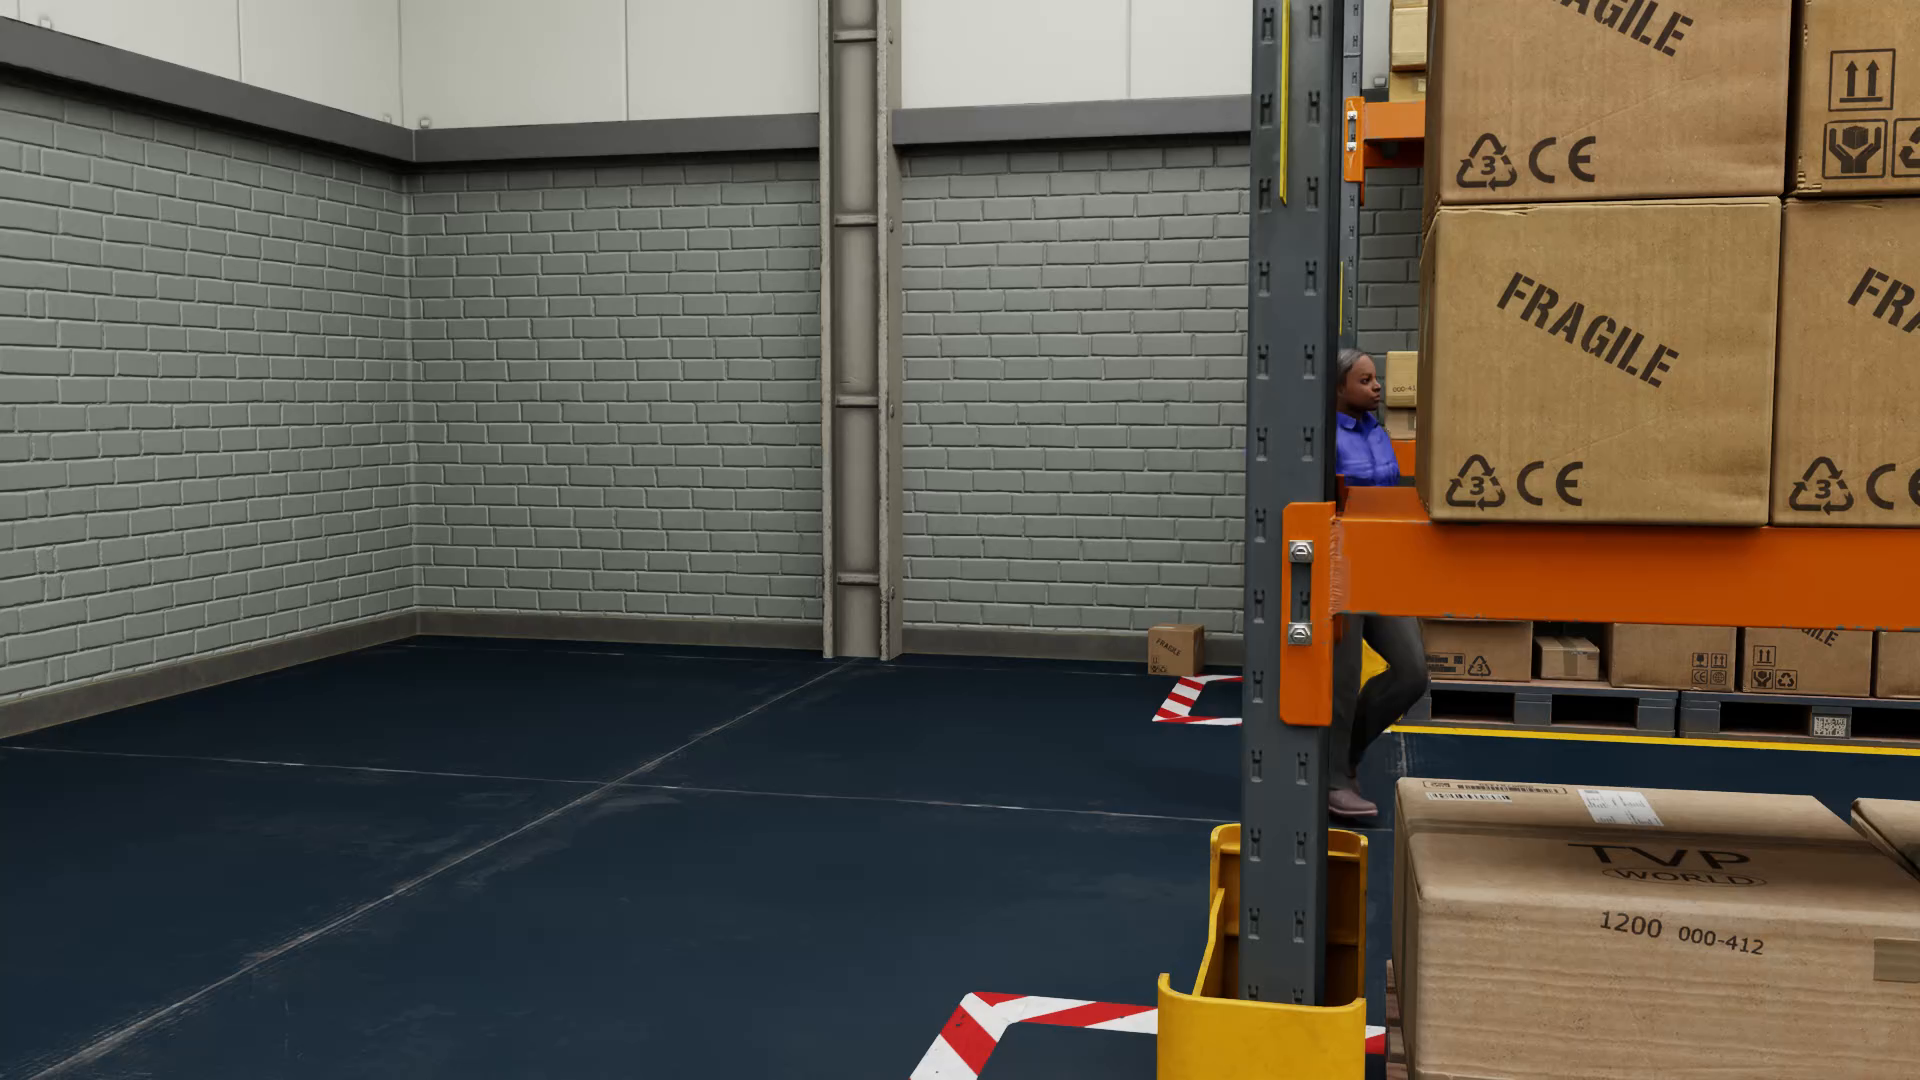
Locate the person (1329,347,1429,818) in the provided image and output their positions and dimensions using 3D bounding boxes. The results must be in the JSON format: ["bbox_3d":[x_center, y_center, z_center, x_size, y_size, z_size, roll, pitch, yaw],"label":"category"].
[{"bbox_3d":[1.395,0.158,5.864,0.439,1.666,0.438,-3,6,-35],"label":"person"}]
